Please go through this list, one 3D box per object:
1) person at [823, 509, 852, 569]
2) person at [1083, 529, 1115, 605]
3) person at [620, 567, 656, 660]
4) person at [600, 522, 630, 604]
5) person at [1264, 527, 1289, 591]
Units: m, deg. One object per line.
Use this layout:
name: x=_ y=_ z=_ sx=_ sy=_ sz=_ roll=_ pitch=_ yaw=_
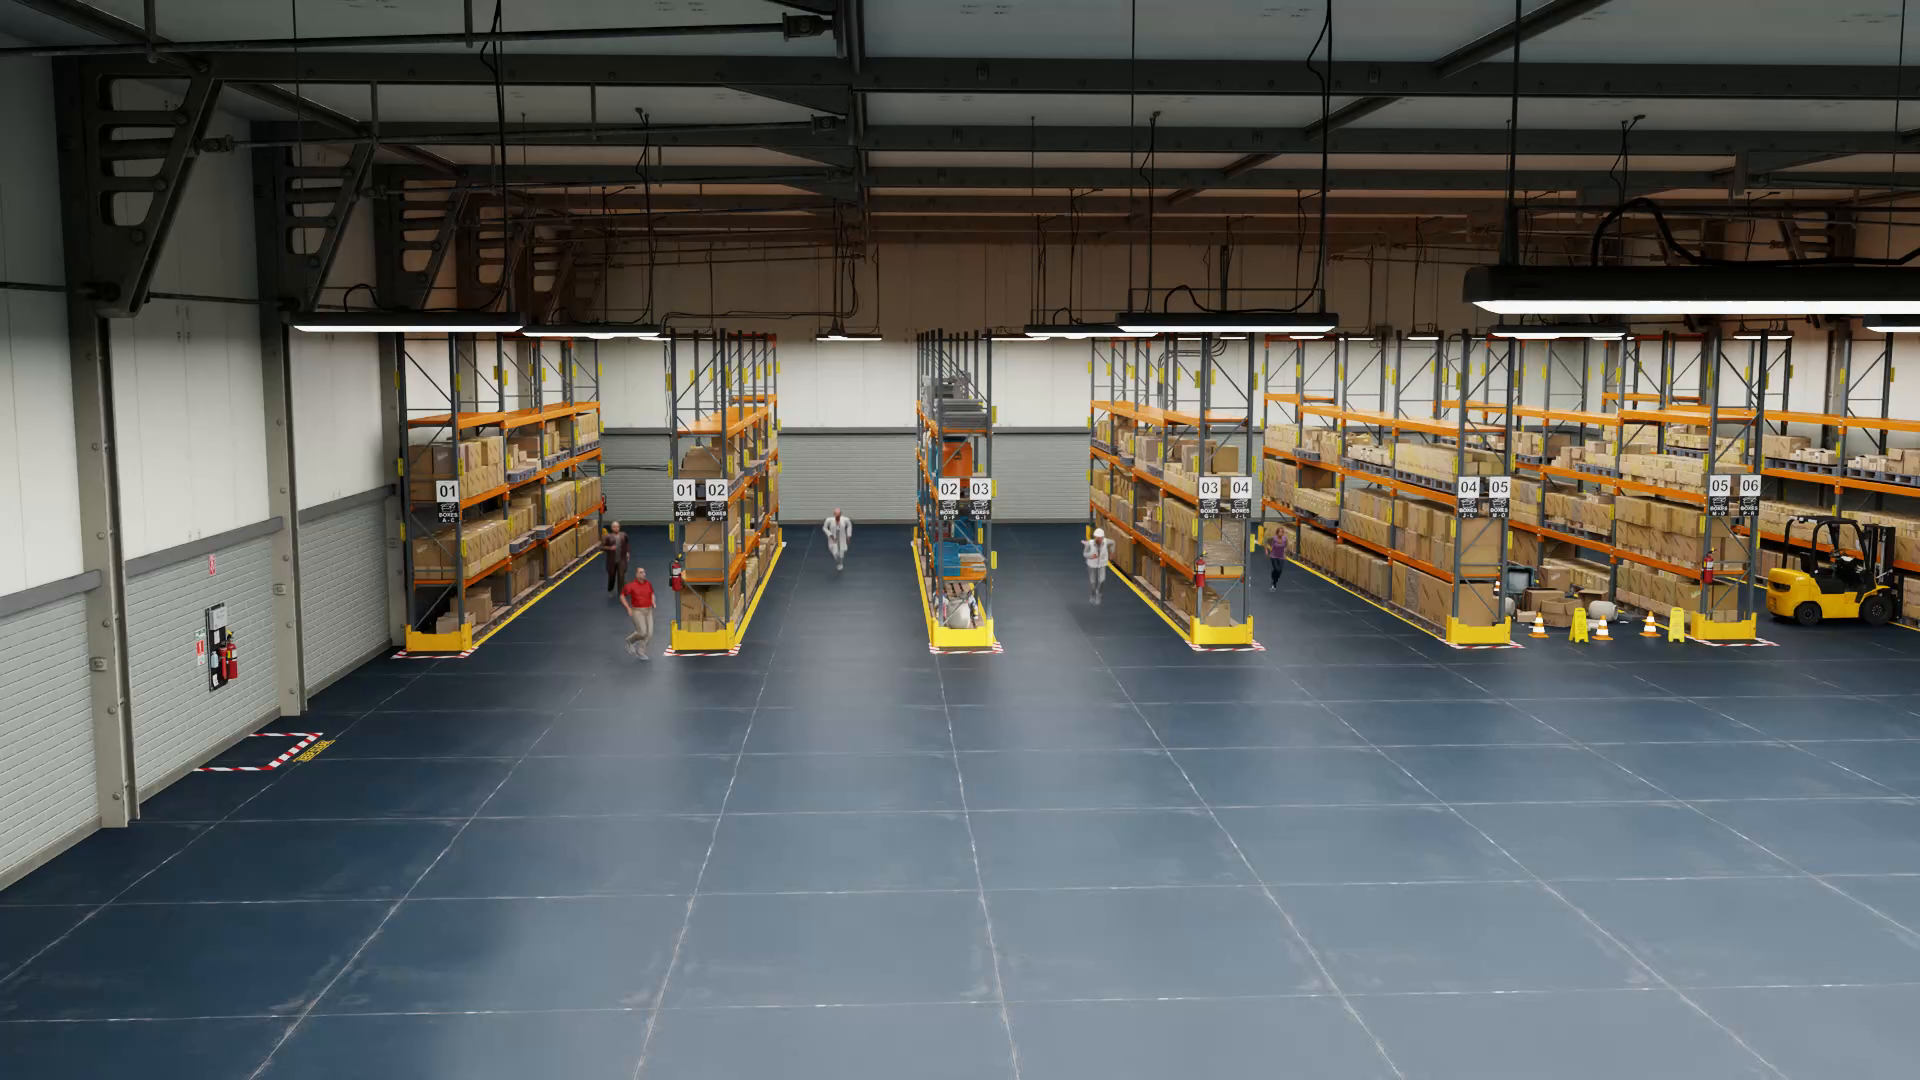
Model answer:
person: x=-2.978 y=-0.032 z=40.455 sx=0.704 sy=1.525 sz=0.795 roll=0 pitch=7 yaw=-3
person: x=2.899 y=0.548 z=34.714 sx=0.693 sy=1.642 sz=0.953 roll=0 pitch=7 yaw=-2
person: x=-5.791 y=1.339 z=30.235 sx=0.593 sy=1.691 sz=0.667 roll=7 pitch=9 yaw=44
person: x=-7.620 y=0.480 z=36.792 sx=0.716 sy=1.777 sz=1.023 roll=-3 pitch=7 yaw=-22
person: x=7.319 y=0.447 z=38.378 sx=0.525 sy=1.525 sz=0.716 roll=-1 pitch=7 yaw=-8
